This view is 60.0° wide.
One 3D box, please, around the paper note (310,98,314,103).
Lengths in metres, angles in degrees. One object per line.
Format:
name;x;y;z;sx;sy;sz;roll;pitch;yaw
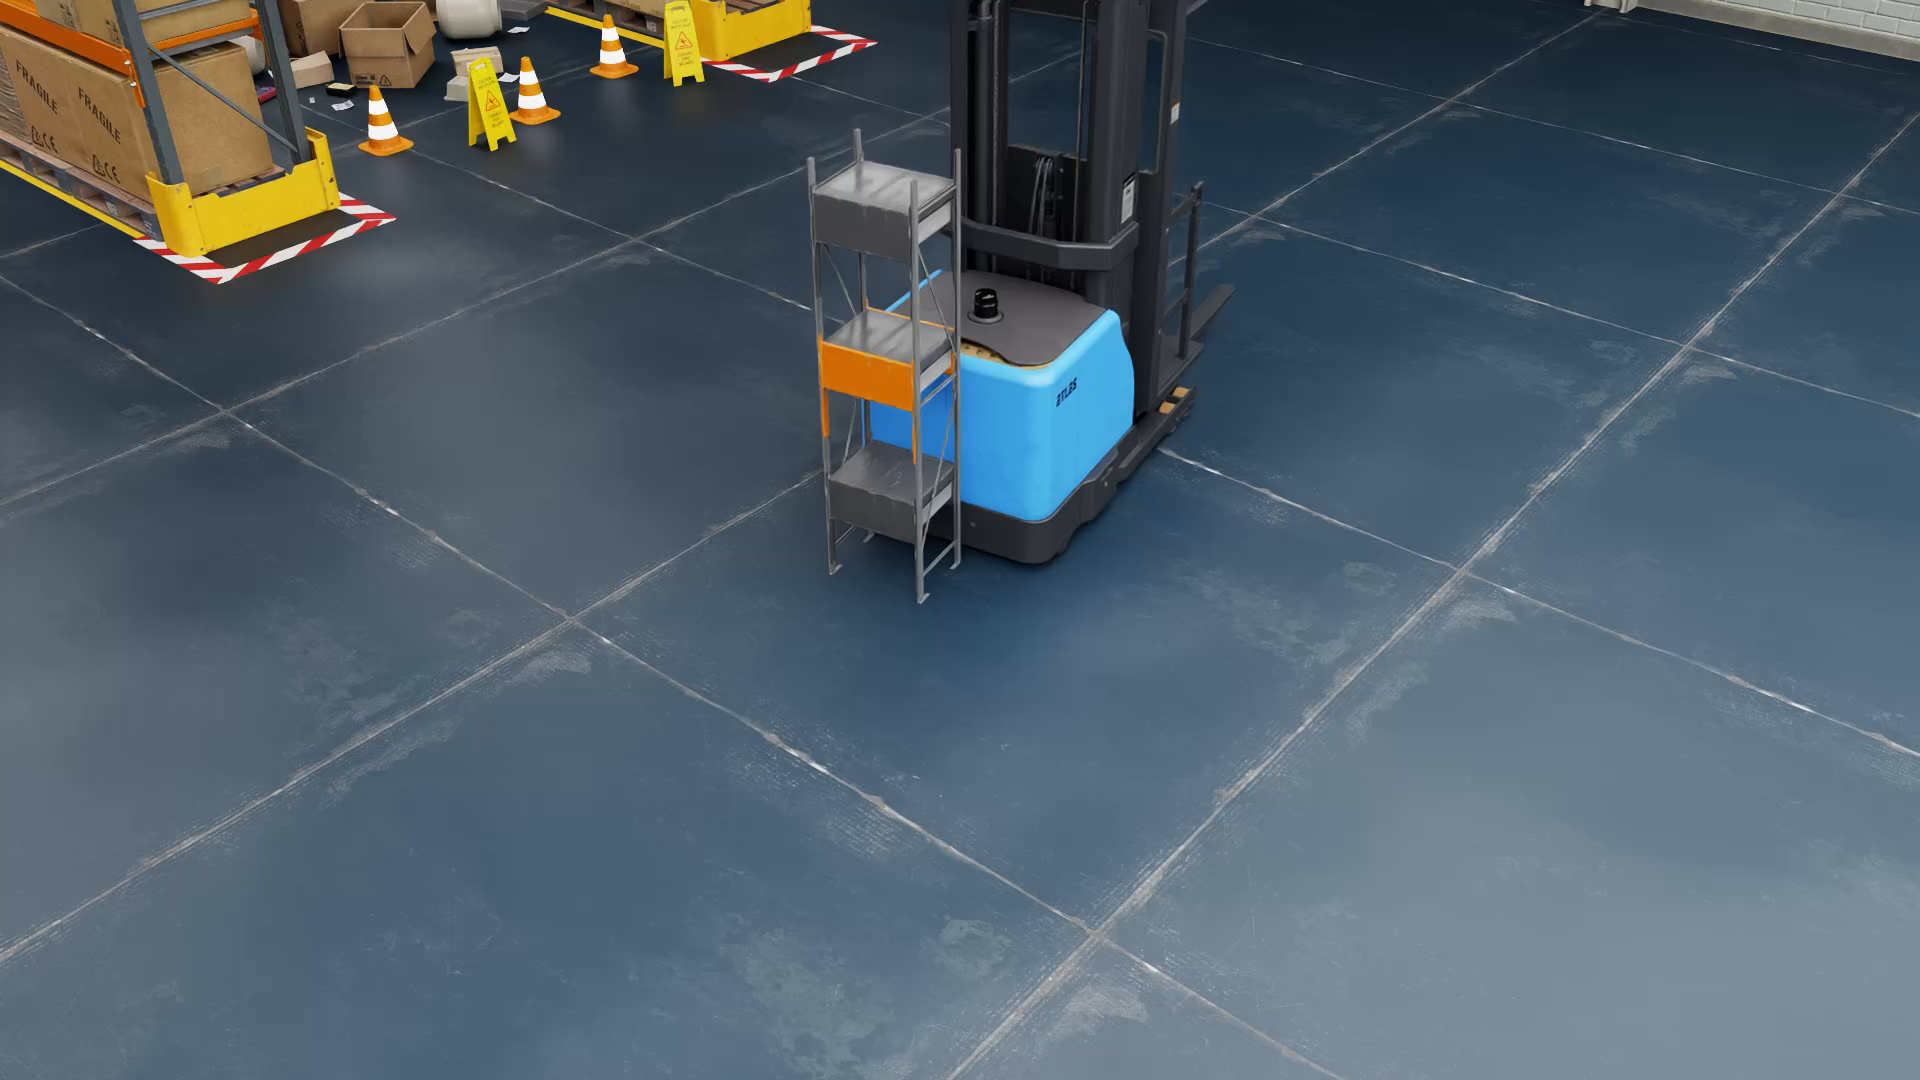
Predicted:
paper note;-5.222;-3.545;13.403;0.032;0.001;0.123;-12;36;-17

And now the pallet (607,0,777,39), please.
pallet;-2.414;-4.783;15.029;1.213;0.211;1.003;25;42;32

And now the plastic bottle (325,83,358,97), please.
plastic bottle;-5.062;-3.668;13.538;0.283;0.061;0.133;12;36;16

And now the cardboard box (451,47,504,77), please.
cardboard box;-4.053;-4.016;13.967;0.380;0.149;0.250;-12;36;-17

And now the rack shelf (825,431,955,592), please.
rack shelf;-0.312;-0.139;7.858;0.480;0.518;0.431;17;38;23

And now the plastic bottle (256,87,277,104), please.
plastic bottle;-5.623;-3.610;13.453;0.133;0.061;0.283;12;36;16

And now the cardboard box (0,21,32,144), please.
cardboard box;-6.784;-3.568;12.302;0.875;0.875;0.875;26;42;32

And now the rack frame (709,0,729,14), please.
rack frame;-1.754;-5.596;13.748;0.127;3.000;1.000;25;42;32

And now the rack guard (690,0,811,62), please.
rack guard;-1.813;-4.593;14.496;0.348;0.500;1.175;25;42;32

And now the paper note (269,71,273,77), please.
paper note;-5.703;-3.931;13.955;0.172;0.023;0.155;-18;38;-25

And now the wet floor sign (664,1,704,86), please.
wet floor sign;-2.293;-4.091;13.637;0.267;0.644;0.232;-18;38;-25

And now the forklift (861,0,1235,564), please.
forklift;0.655;-1.907;8.438;1.130;2.935;3.031;17;38;23

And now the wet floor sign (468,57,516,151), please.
wet floor sign;-3.554;-3.286;12.465;0.232;0.644;0.267;18;38;24

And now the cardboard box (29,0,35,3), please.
cardboard box;-5.944;-4.029;11.335;0.550;0.550;0.875;25;42;32

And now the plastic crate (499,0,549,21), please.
plastic crate;-4.146;-4.916;15.337;0.583;0.080;0.402;12;36;16

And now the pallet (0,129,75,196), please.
pallet;-6.442;-2.954;12.364;1.213;0.211;1.003;25;42;32

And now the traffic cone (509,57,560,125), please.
traffic cone;-3.359;-3.538;12.994;0.334;0.463;0.336;25;42;32

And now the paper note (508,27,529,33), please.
paper note;-3.948;-4.570;14.878;0.148;0.019;0.142;12;36;16

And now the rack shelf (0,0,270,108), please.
rack shelf;-6.381;-3.833;11.818;4.000;0.370;1.077;25;42;32

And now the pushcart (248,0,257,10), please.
pushcart;-6.249;-4.953;15.130;0.936;0.377;1.648;12;36;16

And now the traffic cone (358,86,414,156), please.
traffic cone;-4.343;-3.170;12.457;0.334;0.463;0.336;25;42;32

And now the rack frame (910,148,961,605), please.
rack frame;-0.098;-0.661;7.358;0.015;2.100;0.400;17;38;23

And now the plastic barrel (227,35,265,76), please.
plastic barrel;-6.064;-4.049;13.772;0.512;0.421;0.421;-6;35;-8

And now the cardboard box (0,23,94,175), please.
cardboard box;-6.085;-3.237;11.820;0.875;0.875;0.875;25;41;31

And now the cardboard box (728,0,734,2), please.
cardboard box;-2.197;-5.048;15.009;0.500;0.250;0.500;25;42;31

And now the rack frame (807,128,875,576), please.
rack frame;-0.526;-0.793;7.550;0.015;2.100;0.400;17;38;23

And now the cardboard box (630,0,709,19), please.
cardboard box;-2.566;-4.820;14.676;0.500;0.250;0.500;25;42;32

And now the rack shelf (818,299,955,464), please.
rack shelf;-0.312;-0.716;7.462;0.480;0.518;0.431;17;38;23

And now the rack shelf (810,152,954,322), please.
rack shelf;-0.312;-1.293;7.066;0.480;0.518;0.431;17;38;23

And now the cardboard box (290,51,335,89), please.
cardboard box;-5.418;-3.906;13.703;0.396;0.266;0.258;-26;42;-32

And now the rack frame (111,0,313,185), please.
rack frame;-4.844;-3.405;10.559;0.127;3.000;1.000;25;42;32

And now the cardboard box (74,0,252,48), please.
cardboard box;-5.158;-3.582;10.684;0.550;0.550;0.875;25;42;32

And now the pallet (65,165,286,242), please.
pallet;-5.508;-2.512;11.721;1.213;0.211;1.003;25;42;32

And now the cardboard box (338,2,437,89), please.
cardboard box;-4.724;-4.101;13.778;0.637;0.503;0.797;0;34;0

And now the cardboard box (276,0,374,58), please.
cardboard box;-5.448;-4.492;14.227;0.503;0.637;0.797;25;42;32

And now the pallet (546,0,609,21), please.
pallet;-3.348;-5.225;15.672;1.213;0.211;1.003;25;42;32

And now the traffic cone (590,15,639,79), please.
traffic cone;-2.910;-4.144;13.876;0.334;0.463;0.336;25;42;32

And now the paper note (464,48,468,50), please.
paper note;-4.311;-4.216;14.373;0.148;0.019;0.142;-18;38;-25

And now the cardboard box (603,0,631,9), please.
cardboard box;-2.941;-5.002;14.942;0.500;0.250;0.500;25;42;32

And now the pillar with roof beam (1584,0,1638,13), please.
pillar with roof beam;3.317;-6.828;10.243;0.400;9.000;9.100;25;42;32

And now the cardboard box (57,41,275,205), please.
cardboard box;-5.407;-2.920;11.358;0.875;0.875;0.875;26;42;32

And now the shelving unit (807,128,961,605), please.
shelving unit;-0.312;-0.727;7.454;0.503;2.100;0.431;17;38;23

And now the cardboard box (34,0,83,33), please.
cardboard box;-5.594;-3.772;10.960;0.550;0.550;0.875;25;42;32

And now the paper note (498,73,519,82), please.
paper note;-3.754;-3.848;13.826;0.142;0.019;0.148;12;36;16

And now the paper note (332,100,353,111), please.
paper note;-4.930;-3.472;13.281;0.144;0.017;0.142;-18;38;-25

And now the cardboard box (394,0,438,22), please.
cardboard box;-4.875;-5.035;15.138;0.500;0.500;0.500;-6;35;-8

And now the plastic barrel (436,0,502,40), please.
plastic barrel;-4.310;-4.623;14.608;0.512;0.421;0.421;-6;35;-8

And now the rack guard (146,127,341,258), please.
rack guard;-4.825;-2.366;11.254;0.348;0.500;1.175;25;42;32

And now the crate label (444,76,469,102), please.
crate label;-4.003;-3.662;13.461;0.298;0.136;0.250;6;35;8
